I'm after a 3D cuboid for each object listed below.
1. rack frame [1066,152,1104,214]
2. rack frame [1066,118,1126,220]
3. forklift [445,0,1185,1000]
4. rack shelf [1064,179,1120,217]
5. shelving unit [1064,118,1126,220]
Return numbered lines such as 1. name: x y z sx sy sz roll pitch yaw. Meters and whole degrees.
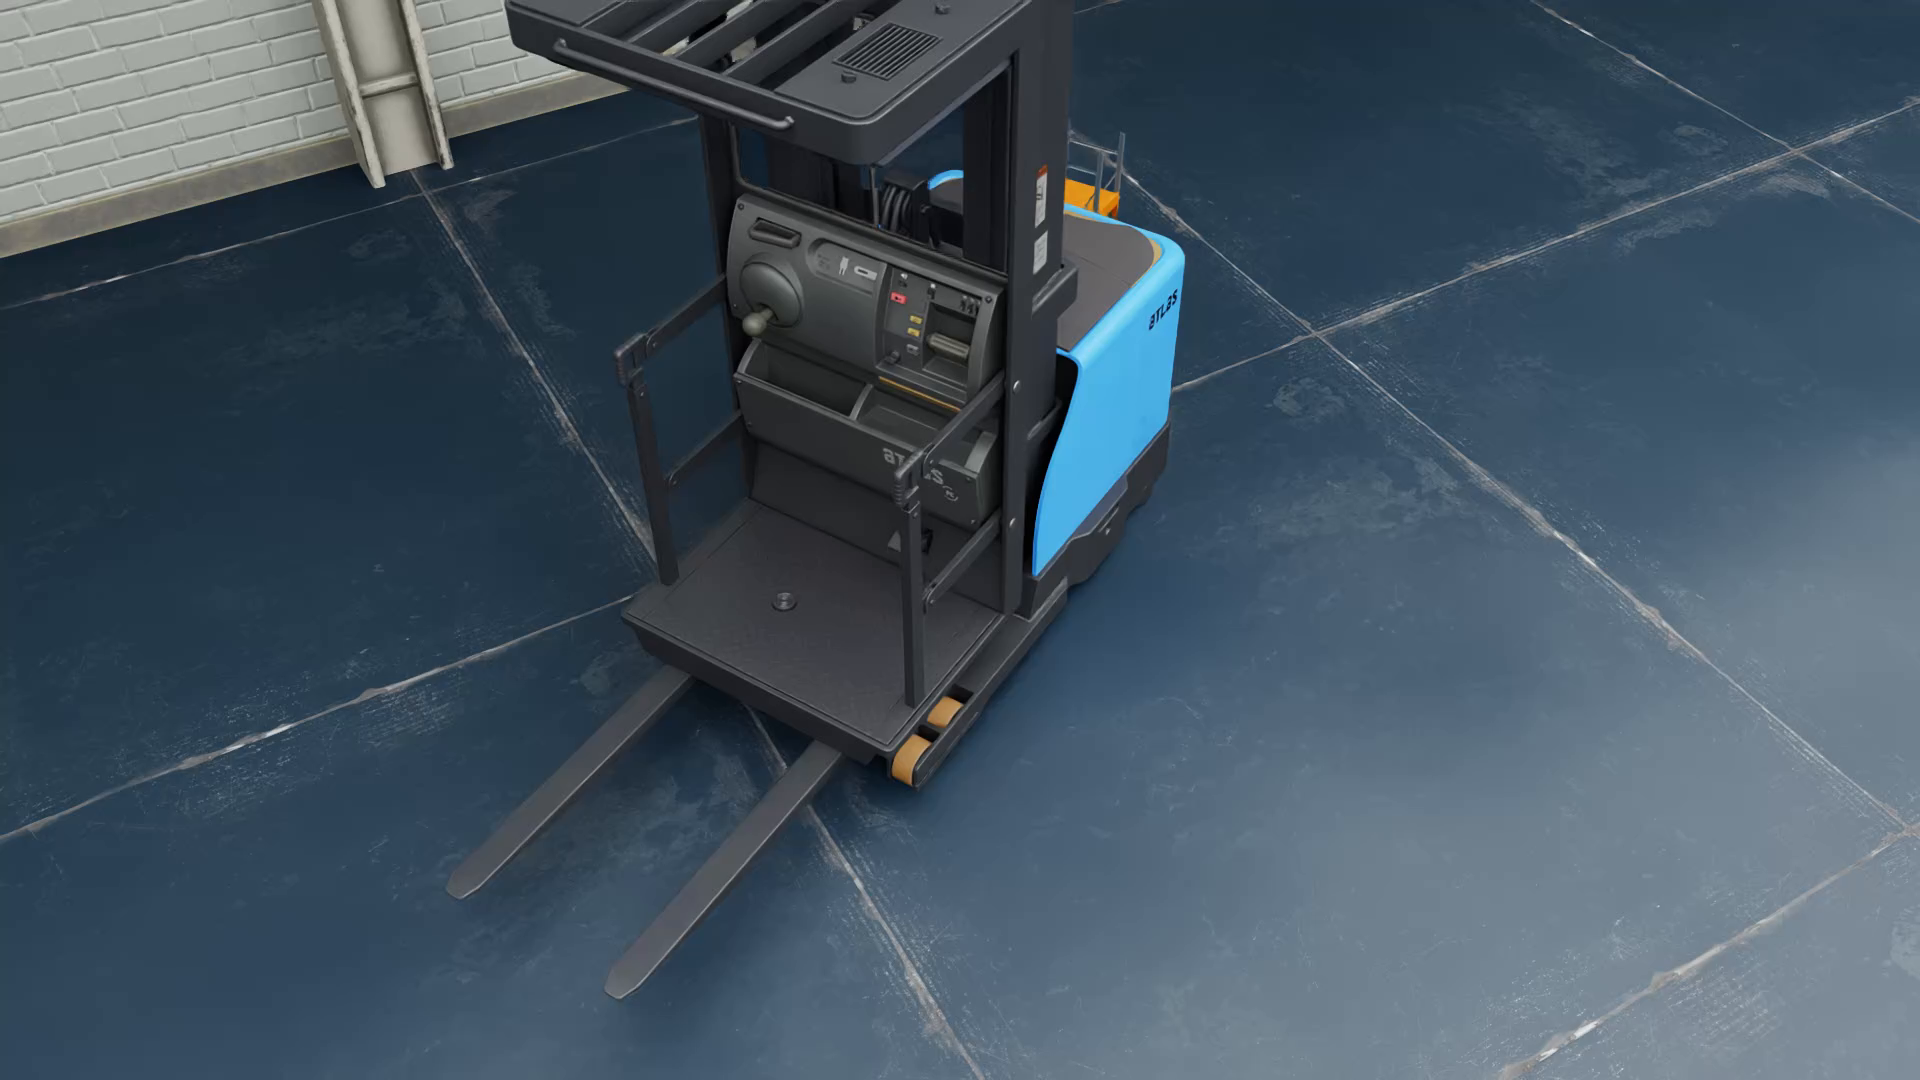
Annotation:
1. rack frame: 0.386 -0.960 6.359 0.240 1.200 0.006 21 44 20
2. rack frame: 0.475 -1.061 6.483 0.240 1.200 0.006 21 44 20
3. forklift: -0.416 -0.628 4.793 1.130 2.935 3.031 24 49 23
4. rack shelf: 0.442 -1.251 6.218 0.258 0.103 0.180 21 44 20
5. shelving unit: 0.430 -1.011 6.421 0.258 1.200 0.189 21 44 20
